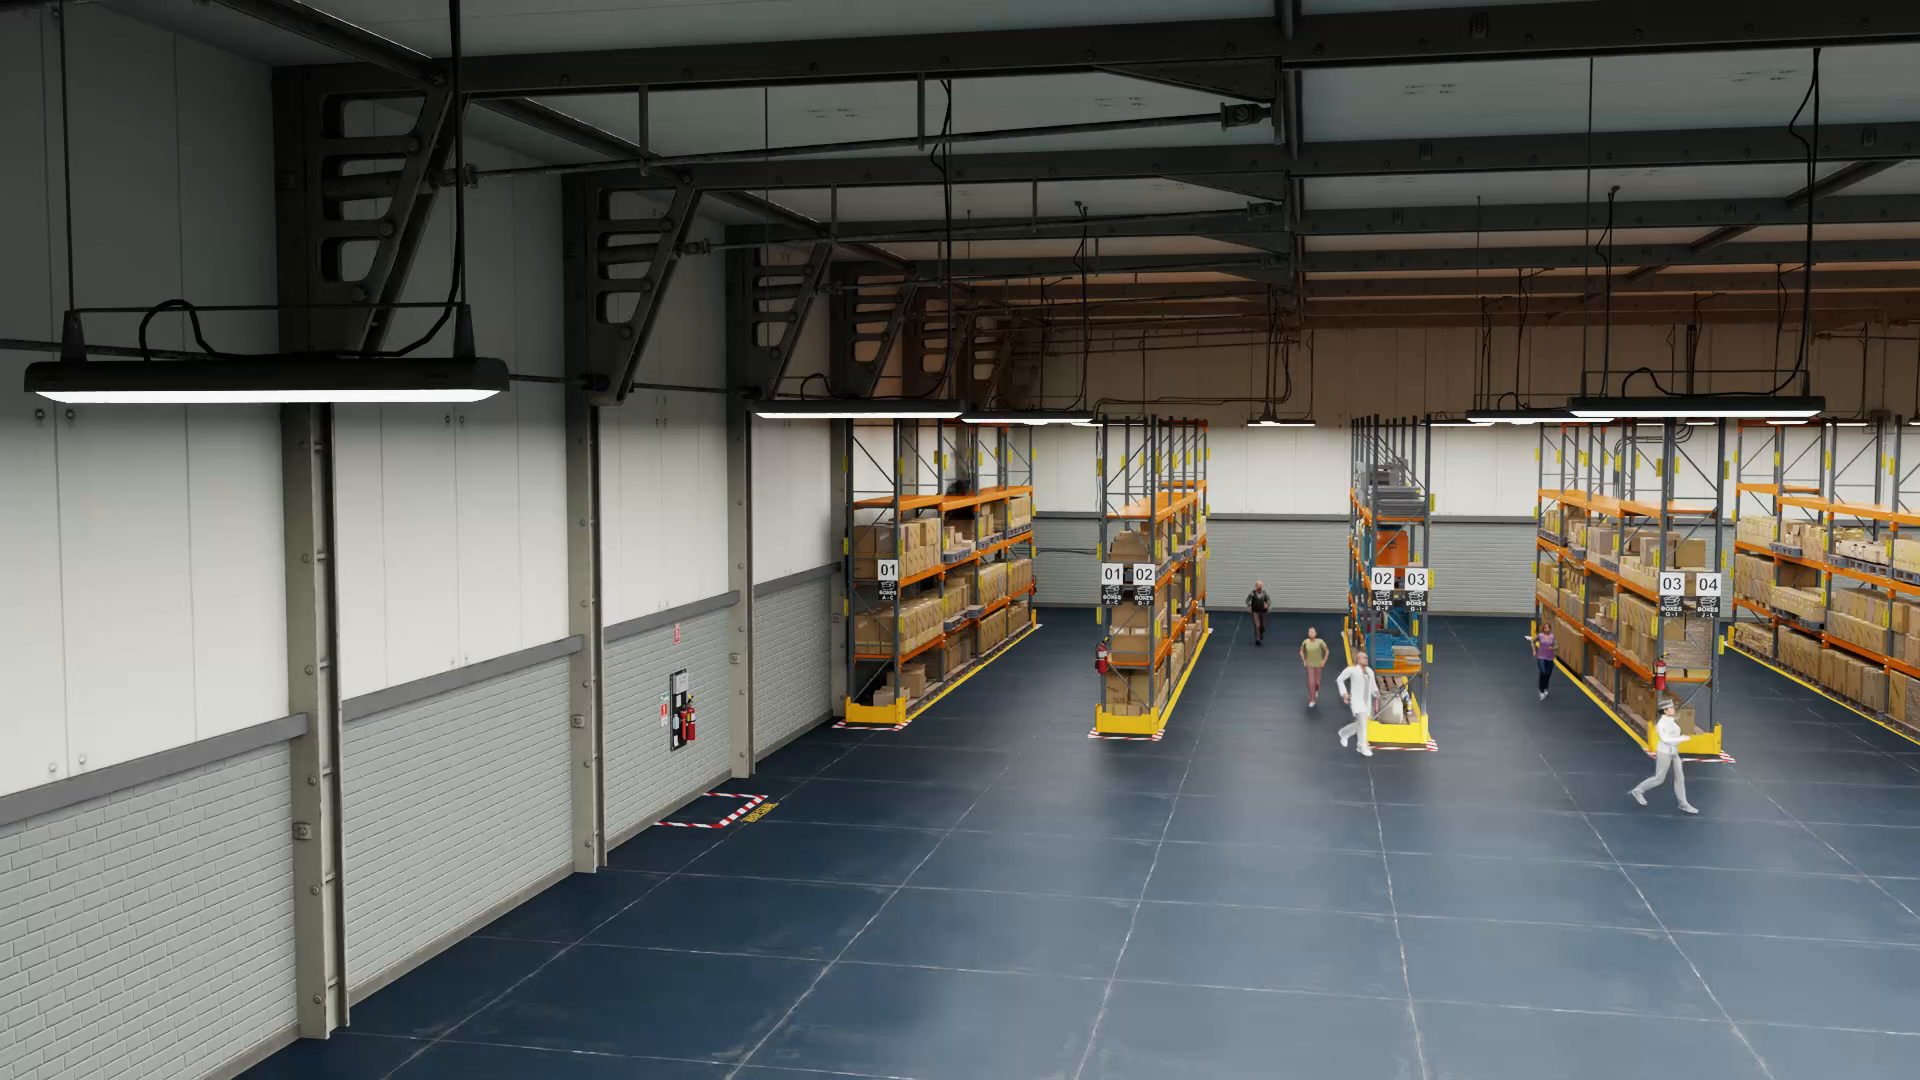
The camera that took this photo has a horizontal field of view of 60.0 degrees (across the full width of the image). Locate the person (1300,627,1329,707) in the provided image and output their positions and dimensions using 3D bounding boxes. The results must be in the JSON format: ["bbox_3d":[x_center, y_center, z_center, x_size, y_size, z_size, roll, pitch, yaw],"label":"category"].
[{"bbox_3d":[7.355,2.613,34.537,0.586,1.652,0.626,1,4,17],"label":"person"}]

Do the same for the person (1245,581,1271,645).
[{"bbox_3d":[7.947,1.936,44.275,0.666,1.683,0.753,0,4,2],"label":"person"}]

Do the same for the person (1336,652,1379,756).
[{"bbox_3d":[7.120,2.887,29.537,0.750,1.766,0.901,-2,4,-29],"label":"person"}]

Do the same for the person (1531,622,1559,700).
[{"bbox_3d":[12.435,2.570,35.336,0.504,1.644,0.711,0,4,7],"label":"person"}]

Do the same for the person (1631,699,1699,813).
[{"bbox_3d":[10.558,3.199,24.851,0.939,1.680,0.610,3,5,40],"label":"person"}]
